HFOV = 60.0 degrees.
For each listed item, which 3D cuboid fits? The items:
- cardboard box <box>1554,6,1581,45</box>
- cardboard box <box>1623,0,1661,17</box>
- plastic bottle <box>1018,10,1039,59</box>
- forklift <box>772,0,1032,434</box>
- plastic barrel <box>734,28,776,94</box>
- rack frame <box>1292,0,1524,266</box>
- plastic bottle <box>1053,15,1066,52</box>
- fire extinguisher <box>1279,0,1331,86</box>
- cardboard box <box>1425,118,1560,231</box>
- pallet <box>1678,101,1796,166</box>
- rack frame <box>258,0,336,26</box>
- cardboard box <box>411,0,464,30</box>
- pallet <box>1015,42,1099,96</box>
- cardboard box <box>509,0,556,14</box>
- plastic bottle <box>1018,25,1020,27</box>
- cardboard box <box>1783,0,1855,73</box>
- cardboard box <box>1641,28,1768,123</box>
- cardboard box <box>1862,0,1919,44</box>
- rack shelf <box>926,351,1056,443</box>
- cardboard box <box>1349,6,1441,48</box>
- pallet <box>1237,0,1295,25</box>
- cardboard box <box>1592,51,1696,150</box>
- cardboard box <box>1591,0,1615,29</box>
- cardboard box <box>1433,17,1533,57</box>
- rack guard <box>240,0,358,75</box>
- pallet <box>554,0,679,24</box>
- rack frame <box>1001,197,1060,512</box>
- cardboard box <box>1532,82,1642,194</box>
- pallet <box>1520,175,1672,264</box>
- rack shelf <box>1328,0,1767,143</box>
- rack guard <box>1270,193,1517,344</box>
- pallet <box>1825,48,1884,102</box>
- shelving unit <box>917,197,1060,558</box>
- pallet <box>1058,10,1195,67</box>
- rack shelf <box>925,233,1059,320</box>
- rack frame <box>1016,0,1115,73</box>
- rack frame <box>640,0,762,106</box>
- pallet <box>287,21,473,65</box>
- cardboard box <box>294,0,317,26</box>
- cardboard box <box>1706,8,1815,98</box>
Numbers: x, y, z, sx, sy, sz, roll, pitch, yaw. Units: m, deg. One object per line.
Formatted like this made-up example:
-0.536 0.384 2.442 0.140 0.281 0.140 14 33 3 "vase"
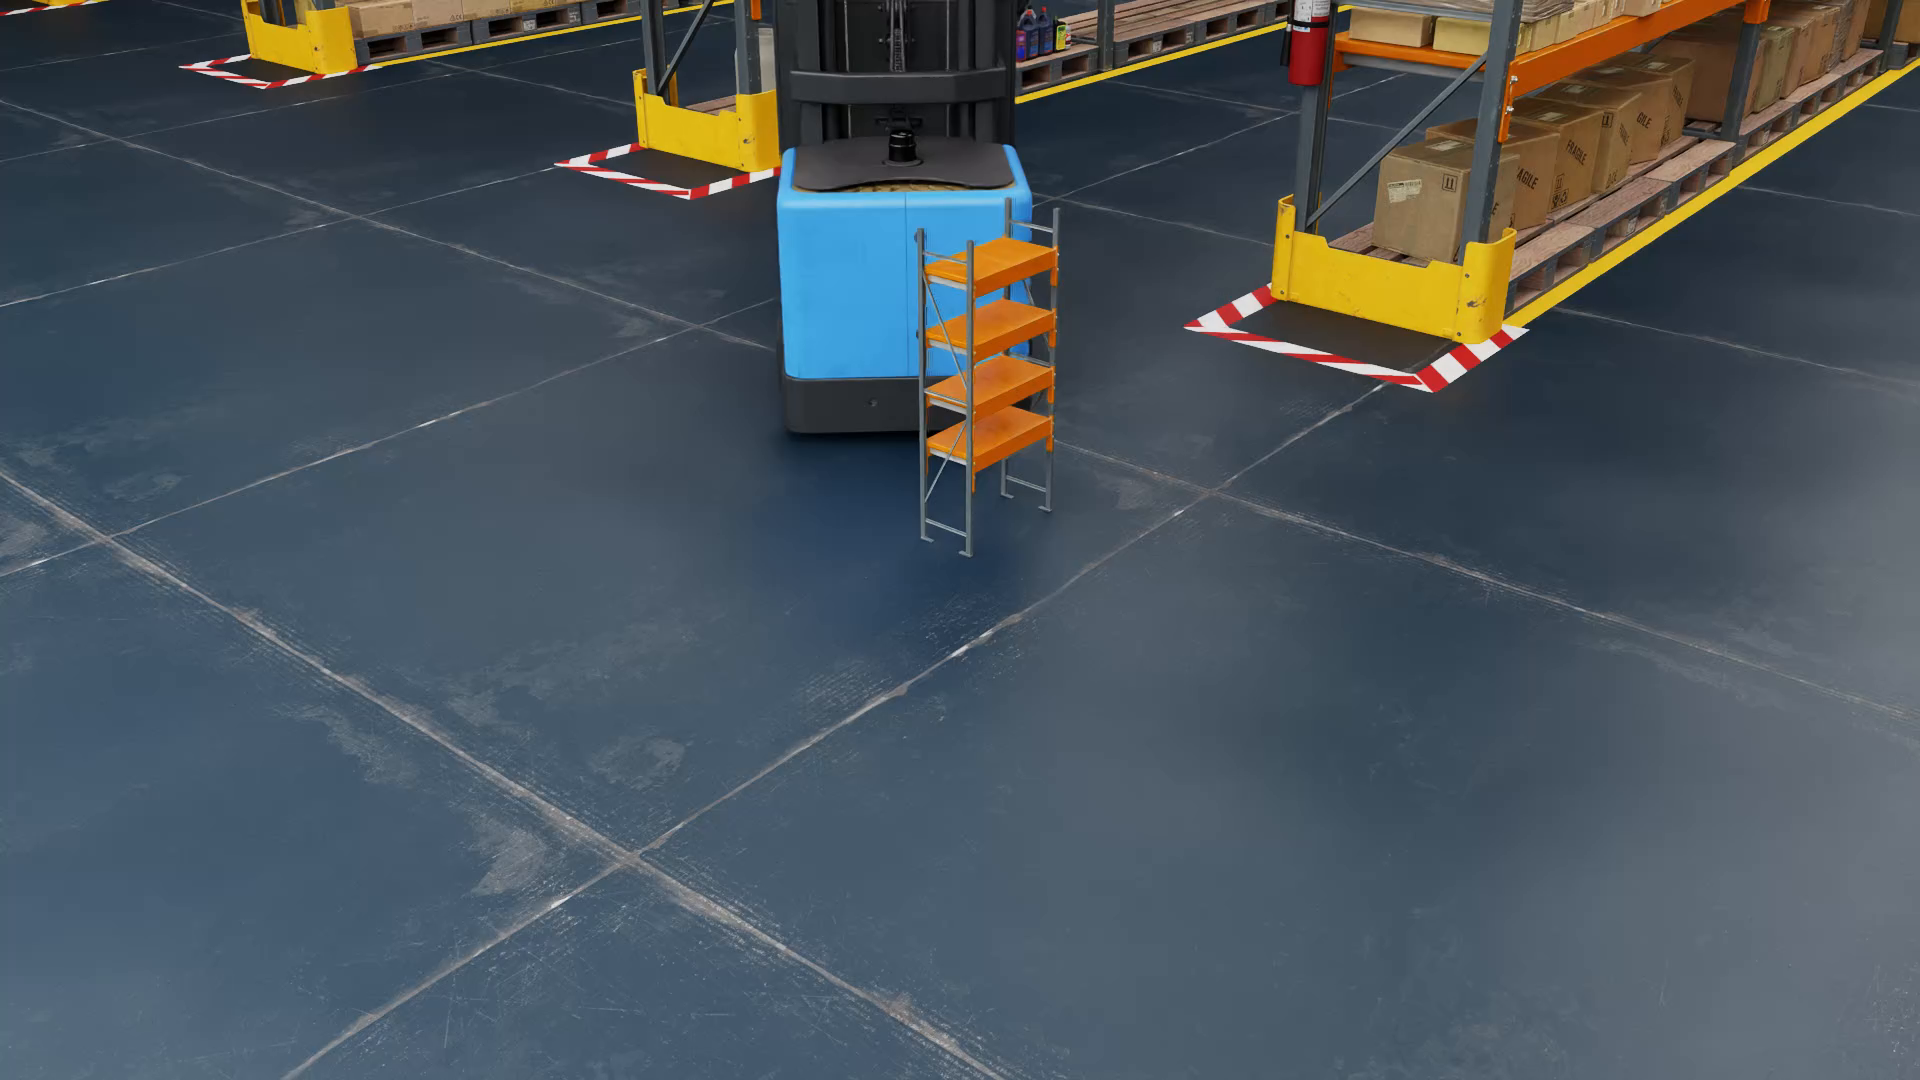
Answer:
2.825 -2.563 8.214 0.380 0.149 0.250 21 34 34 "cardboard box"
3.510 -2.900 8.864 0.380 0.149 0.250 21 34 34 "cardboard box"
0.529 -3.980 13.084 0.144 0.351 0.185 19 33 32 "plastic bottle"
-0.307 -2.389 7.678 1.130 2.935 3.031 -2 27 -3 "forklift"
-1.347 -3.261 11.540 0.421 0.512 0.421 0 27 0 "plastic barrel"
2.116 -2.476 7.772 1.000 3.000 0.127 21 34 34 "rack frame"
0.787 -4.064 13.319 0.061 0.283 0.133 23 35 37 "plastic bottle"
1.687 -2.536 7.972 0.296 0.674 0.183 21 34 34 "fire extinguisher"
2.880 -1.991 9.098 0.500 0.500 0.500 -18 32 -31 "cardboard box"
5.154 -2.932 11.689 1.003 0.211 1.213 21 34 34 "pallet"
-5.526 -5.373 13.371 1.000 3.000 0.127 21 34 34 "rack frame"
-4.698 -4.642 14.493 0.500 0.250 0.500 21 34 34 "cardboard box"
0.379 -3.878 13.516 1.003 0.211 1.213 21 34 34 "pallet"
-4.058 -4.995 15.176 0.500 0.250 0.500 21 34 34 "cardboard box"
0.398 -3.982 13.167 0.152 0.276 0.135 21 34 34 "plastic bottle"
6.451 -3.954 12.871 0.700 0.500 0.500 18 32 30 "cardboard box"
5.067 -3.191 11.396 0.700 0.500 0.500 18 32 31 "cardboard box"
7.659 -4.794 14.108 1.225 0.875 0.875 19 33 32 "cardboard box"
0.105 -0.532 6.119 0.258 0.148 0.480 21 34 34 "rack shelf"
2.138 -2.526 8.142 0.380 0.149 0.250 21 34 34 "cardboard box"
2.860 -5.258 16.185 1.003 0.211 1.213 21 34 34 "pallet"
4.375 -2.841 10.740 0.500 0.500 0.500 20 33 33 "cardboard box"
3.133 -2.745 8.564 0.380 0.149 0.250 21 34 34 "cardboard box"
2.481 -2.396 7.891 0.380 0.149 0.250 21 34 34 "cardboard box"
-5.541 -4.254 13.929 1.175 0.500 0.348 21 34 34 "rack guard"
-3.520 -5.283 16.232 1.003 0.211 1.213 21 34 34 "pallet"
0.260 -0.678 6.255 0.240 1.200 0.015 21 34 34 "rack frame"
3.682 -2.392 9.873 0.500 0.500 0.500 17 32 30 "cardboard box"
3.484 -1.973 9.834 1.003 0.211 1.213 21 34 34 "pallet"
3.388 -2.866 9.308 1.077 0.370 4.000 21 34 34 "rack shelf"
2.164 -1.393 8.399 1.175 0.500 0.348 21 34 34 "rack guard"
6.706 -3.798 13.361 1.003 0.211 1.213 21 34 34 "pallet"
0.105 -0.592 6.088 0.258 1.200 0.503 21 34 34 "shelving unit"
1.308 -4.393 14.513 1.003 0.211 1.213 21 34 34 "pallet"
0.105 -0.941 5.907 0.258 0.148 0.480 21 34 34 "rack shelf"
0.838 -5.342 13.312 1.000 3.000 0.127 21 34 34 "rack frame"
-1.706 -3.924 10.570 1.000 3.000 0.127 21 34 34 "rack frame"
-5.072 -4.418 14.560 1.003 0.211 1.213 21 34 34 "pallet"
-5.413 -4.615 14.441 0.500 0.250 0.500 21 34 34 "cardboard box"
5.741 -3.553 12.096 0.700 0.500 0.500 18 32 30 "cardboard box"
